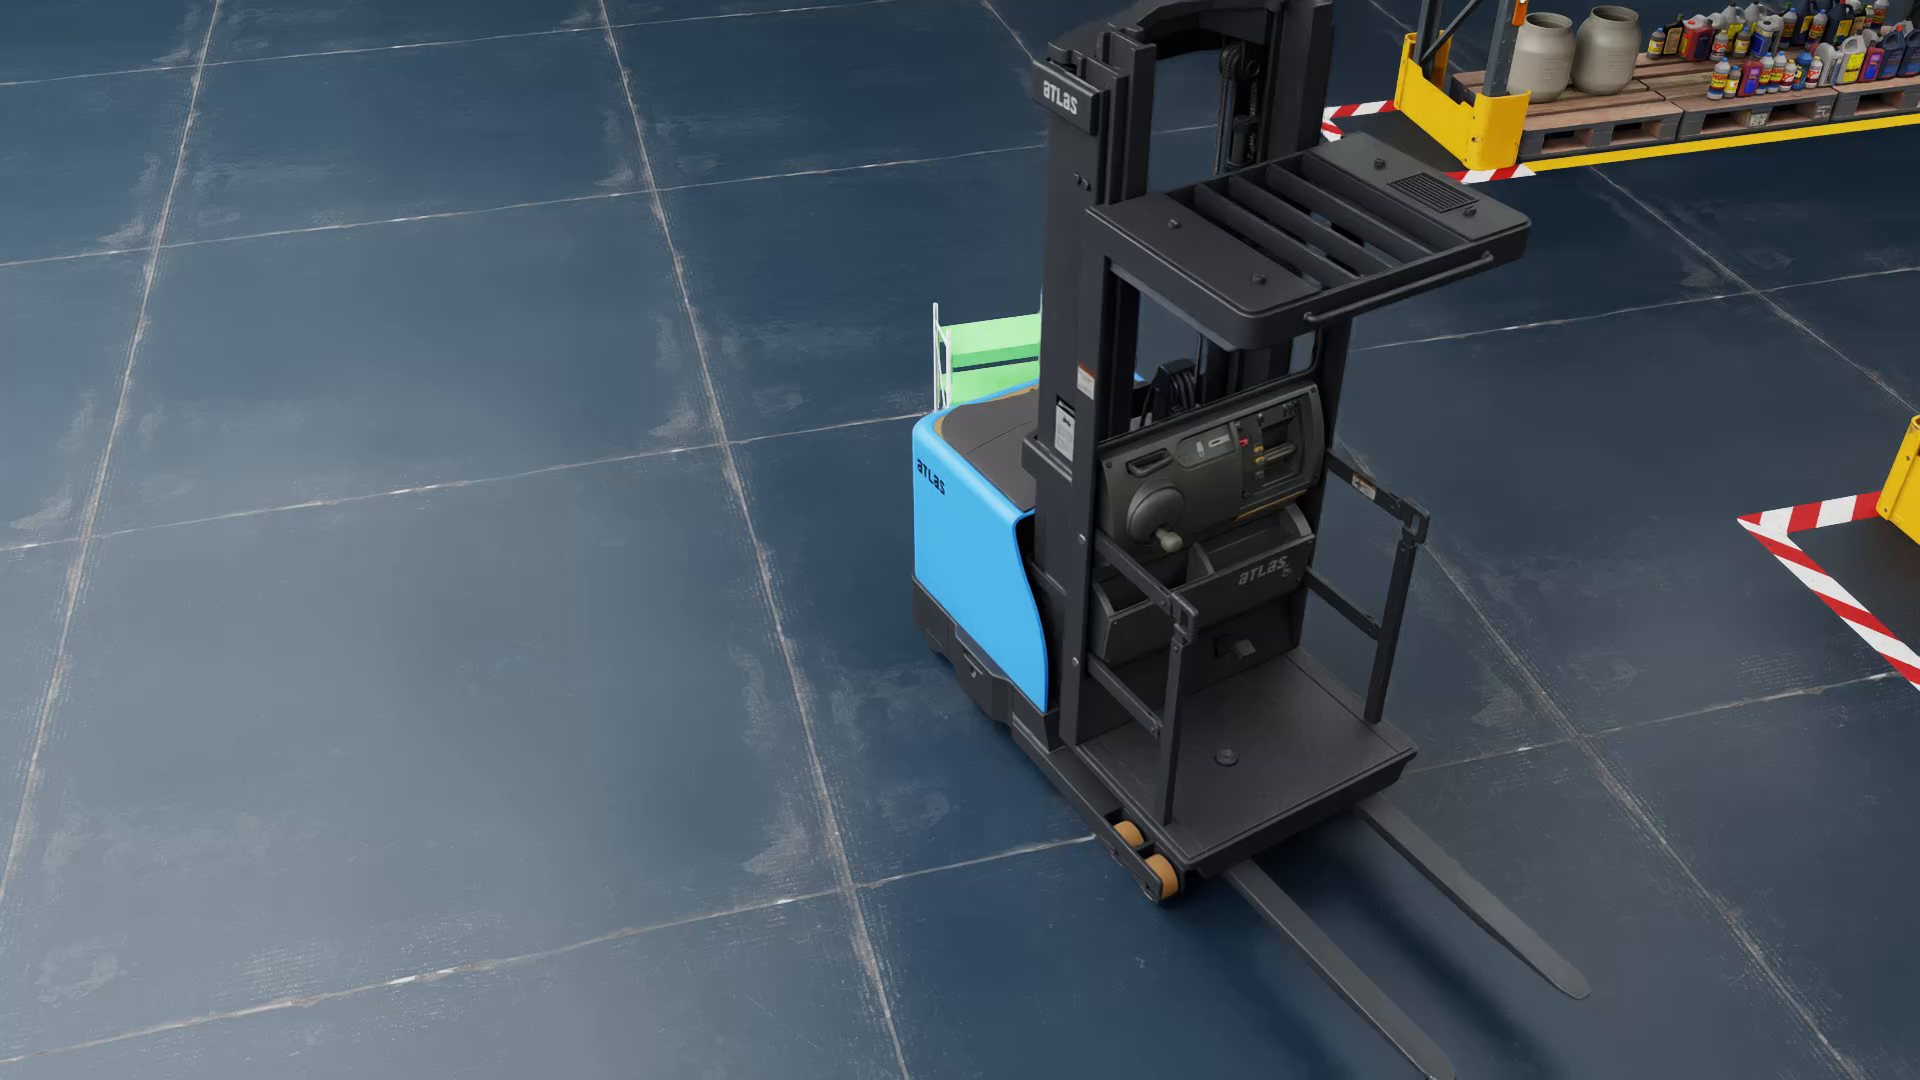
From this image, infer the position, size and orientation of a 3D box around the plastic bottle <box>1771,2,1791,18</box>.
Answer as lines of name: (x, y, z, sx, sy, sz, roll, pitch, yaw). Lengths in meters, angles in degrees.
plastic bottle: (5.932, -3.748, 12.054, 0.133, 0.283, 0.061, -8, 38, -10)

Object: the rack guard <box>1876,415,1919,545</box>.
rack guard: (4.675, -0.049, 7.402, 0.348, 0.500, 1.175, -9, 38, -12)

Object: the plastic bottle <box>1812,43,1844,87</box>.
plastic bottle: (5.971, -3.285, 11.455, 0.135, 0.276, 0.152, -9, 38, -11)

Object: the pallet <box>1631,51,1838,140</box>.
pallet: (5.333, -3.183, 11.738, 1.213, 0.211, 1.003, -9, 38, -12)

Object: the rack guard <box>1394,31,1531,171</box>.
rack guard: (3.372, -2.981, 11.236, 0.348, 0.500, 1.175, -9, 38, -12)

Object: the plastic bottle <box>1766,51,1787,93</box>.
plastic bottle: (5.570, -3.200, 11.348, 0.097, 0.271, 0.097, 0, 37, 0)

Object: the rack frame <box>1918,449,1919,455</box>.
rack frame: (4.602, -1.029, 6.627, 0.127, 3.000, 1.000, -9, 38, -12)

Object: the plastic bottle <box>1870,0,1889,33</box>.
plastic bottle: (6.750, -3.866, 12.219, 0.097, 0.271, 0.097, 0, 37, 0)

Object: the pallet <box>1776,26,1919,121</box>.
pallet: (6.513, -3.379, 11.993, 1.213, 0.211, 1.003, -9, 38, -12)

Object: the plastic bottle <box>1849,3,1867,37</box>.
plastic bottle: (6.474, -3.741, 12.045, 0.133, 0.283, 0.061, -9, 38, -12)

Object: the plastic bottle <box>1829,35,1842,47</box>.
plastic bottle: (6.077, -3.368, 11.557, 0.133, 0.283, 0.061, -9, 38, -12)

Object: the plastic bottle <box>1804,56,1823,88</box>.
plastic bottle: (5.864, -3.221, 11.433, 0.097, 0.201, 0.097, 0, 37, 0)

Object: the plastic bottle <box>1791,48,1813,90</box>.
plastic bottle: (5.765, -3.232, 11.390, 0.097, 0.271, 0.097, 0, 37, 0)

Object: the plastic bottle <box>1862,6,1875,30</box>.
plastic bottle: (6.652, -3.822, 12.219, 0.097, 0.201, 0.097, 0, 37, 0)

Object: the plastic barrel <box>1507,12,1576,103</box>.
plastic barrel: (3.926, -3.262, 11.248, 0.421, 0.512, 0.421, 0, 37, 0)

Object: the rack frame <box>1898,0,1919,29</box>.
rack frame: (7.172, -4.568, 11.253, 0.127, 3.000, 1.000, -9, 38, -12)

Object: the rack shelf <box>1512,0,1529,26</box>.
rack shelf: (5.241, -3.966, 11.057, 4.000, 0.370, 1.077, -9, 38, -12)

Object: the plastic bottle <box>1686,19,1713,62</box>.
plastic bottle: (5.248, -3.540, 11.783, 0.133, 0.283, 0.061, -9, 38, -12)

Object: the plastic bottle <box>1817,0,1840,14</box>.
plastic bottle: (6.285, -3.806, 12.075, 0.185, 0.351, 0.144, -8, 38, -11)

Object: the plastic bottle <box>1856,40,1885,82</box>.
plastic bottle: (6.294, -3.312, 11.485, 0.133, 0.283, 0.061, -7, 38, -9)

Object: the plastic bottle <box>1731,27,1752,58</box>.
plastic bottle: (5.586, -3.557, 11.871, 0.097, 0.201, 0.097, 0, 37, 0)

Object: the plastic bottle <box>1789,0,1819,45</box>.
plastic bottle: (6.103, -3.777, 12.036, 0.185, 0.351, 0.144, -11, 39, -14)

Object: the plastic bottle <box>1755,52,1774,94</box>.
plastic bottle: (5.473, -3.184, 11.328, 0.097, 0.271, 0.097, 0, 37, 0)

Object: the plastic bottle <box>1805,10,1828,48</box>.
plastic bottle: (6.176, -3.681, 11.977, 0.097, 0.271, 0.097, 0, 37, 0)

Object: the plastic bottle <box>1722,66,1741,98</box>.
plastic bottle: (5.242, -3.119, 11.299, 0.097, 0.201, 0.097, 0, 37, 0)

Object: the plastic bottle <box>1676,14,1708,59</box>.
plastic bottle: (5.220, -3.599, 11.866, 0.135, 0.276, 0.152, -9, 38, -12)

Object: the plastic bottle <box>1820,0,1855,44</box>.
plastic bottle: (6.322, -3.722, 11.965, 0.185, 0.351, 0.144, -9, 38, -12)

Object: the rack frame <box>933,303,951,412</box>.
rack frame: (-0.076, -0.464, 7.369, 0.015, 1.200, 0.240, -9, 38, -12)

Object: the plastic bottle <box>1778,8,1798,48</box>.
plastic bottle: (5.970, -3.700, 12.001, 0.097, 0.271, 0.097, 0, 37, 0)

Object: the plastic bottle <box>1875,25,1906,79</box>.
plastic bottle: (6.440, -3.389, 11.530, 0.185, 0.351, 0.144, -11, 39, -14)

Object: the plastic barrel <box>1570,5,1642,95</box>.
plastic barrel: (4.410, -3.342, 11.352, 0.421, 0.512, 0.421, 0, 37, 0)

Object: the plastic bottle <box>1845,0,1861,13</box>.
plastic bottle: (6.445, -3.801, 12.129, 0.135, 0.276, 0.152, -8, 38, -10)

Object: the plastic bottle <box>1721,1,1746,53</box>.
plastic bottle: (5.513, -3.680, 11.910, 0.185, 0.351, 0.144, -8, 38, -10)

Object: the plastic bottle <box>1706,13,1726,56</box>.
plastic bottle: (5.354, -3.621, 11.895, 0.135, 0.276, 0.152, -10, 39, -13)

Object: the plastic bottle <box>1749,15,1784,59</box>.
plastic bottle: (5.755, -3.597, 11.862, 0.135, 0.276, 0.152, -9, 38, -12)

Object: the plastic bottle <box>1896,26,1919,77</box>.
plastic bottle: (6.626, -3.420, 11.570, 0.185, 0.351, 0.144, -10, 39, -13)

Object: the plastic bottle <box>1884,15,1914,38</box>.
plastic bottle: (6.588, -3.504, 11.680, 0.185, 0.351, 0.144, -9, 38, -12)

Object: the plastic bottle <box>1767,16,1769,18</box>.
plastic bottle: (5.823, -3.686, 12.041, 0.097, 0.201, 0.097, 0, 37, 0)

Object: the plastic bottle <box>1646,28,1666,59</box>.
plastic bottle: (4.969, -3.546, 11.858, 0.097, 0.201, 0.097, 0, 37, 0)

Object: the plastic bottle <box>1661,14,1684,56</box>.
plastic bottle: (5.077, -3.608, 11.871, 0.133, 0.283, 0.061, -8, 38, -11)

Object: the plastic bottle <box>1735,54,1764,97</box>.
plastic bottle: (5.365, -3.160, 11.286, 0.133, 0.283, 0.061, -9, 38, -11)

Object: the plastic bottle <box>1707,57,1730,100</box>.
plastic bottle: (5.142, -3.130, 11.257, 0.097, 0.271, 0.097, 0, 37, 0)

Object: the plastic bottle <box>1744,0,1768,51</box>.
plastic bottle: (5.692, -3.709, 11.948, 0.185, 0.351, 0.144, -10, 38, -12)

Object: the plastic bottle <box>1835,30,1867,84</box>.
plastic bottle: (6.129, -3.338, 11.463, 0.185, 0.351, 0.144, -10, 38, -12)

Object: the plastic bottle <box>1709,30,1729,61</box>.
plastic bottle: (5.404, -3.522, 11.826, 0.097, 0.201, 0.097, 0, 37, 0)

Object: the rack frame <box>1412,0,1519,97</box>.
rack frame: (3.311, -3.935, 10.425, 0.127, 3.000, 1.000, -9, 38, -12)

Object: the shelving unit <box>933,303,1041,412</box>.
shelving unit: (0.160, -0.503, 7.420, 0.503, 1.200, 0.258, -9, 38, -12)

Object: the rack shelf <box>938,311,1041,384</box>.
rack shelf: (0.160, -0.833, 7.167, 0.480, 0.148, 0.258, -9, 38, -12)

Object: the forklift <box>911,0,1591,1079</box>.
forklift: (0.993, -0.182, 5.576, 1.130, 2.935, 3.031, -20, 42, -25)

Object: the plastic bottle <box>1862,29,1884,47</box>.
plastic bottle: (6.377, -3.443, 11.661, 0.135, 0.276, 0.152, -9, 38, -12)

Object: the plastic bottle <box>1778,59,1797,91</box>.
plastic bottle: (5.665, -3.188, 11.390, 0.097, 0.201, 0.097, 0, 37, 0)

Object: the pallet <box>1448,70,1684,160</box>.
pallet: (4.157, -2.992, 11.488, 1.213, 0.211, 1.003, -9, 38, -12)

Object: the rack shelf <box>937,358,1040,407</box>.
rack shelf: (0.160, -0.643, 7.313, 0.480, 0.148, 0.258, -9, 38, -12)

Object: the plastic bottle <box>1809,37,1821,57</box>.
plastic bottle: (5.942, -3.350, 11.535, 0.133, 0.283, 0.061, -9, 38, -12)
